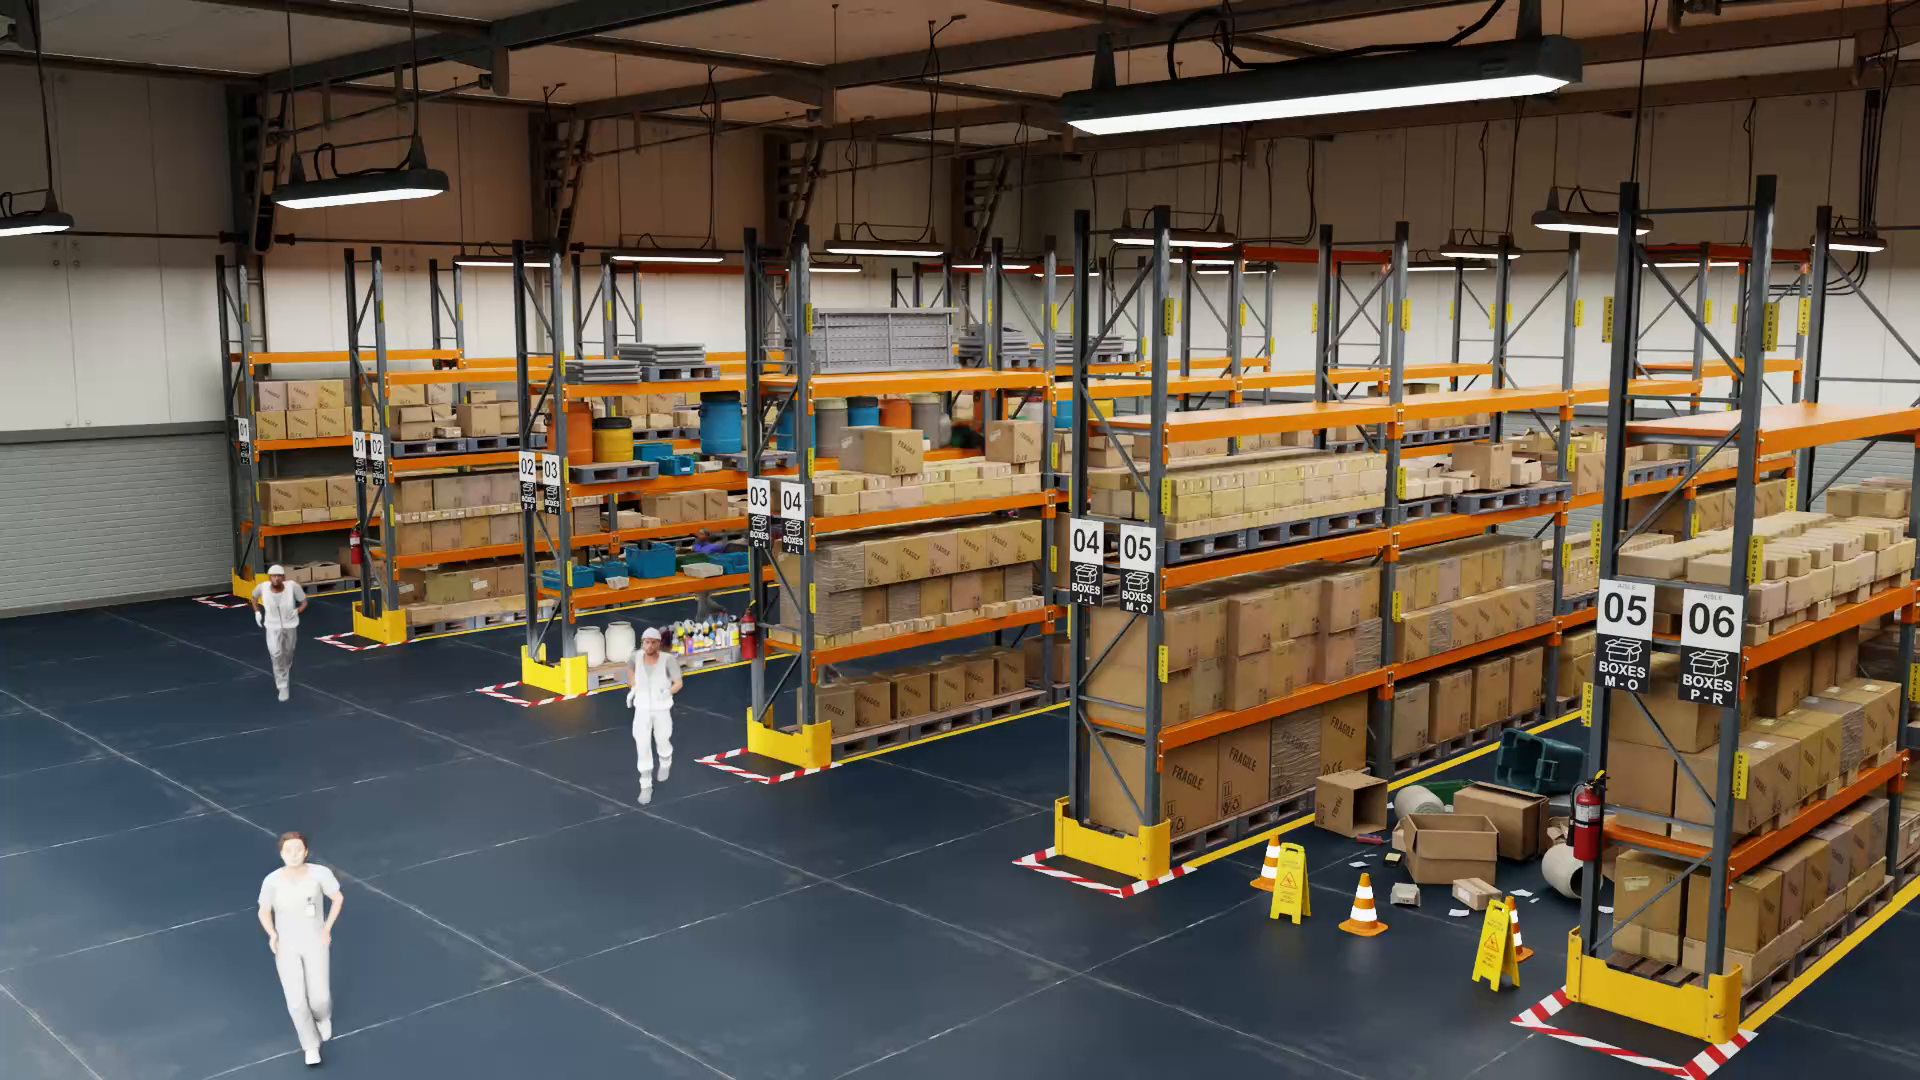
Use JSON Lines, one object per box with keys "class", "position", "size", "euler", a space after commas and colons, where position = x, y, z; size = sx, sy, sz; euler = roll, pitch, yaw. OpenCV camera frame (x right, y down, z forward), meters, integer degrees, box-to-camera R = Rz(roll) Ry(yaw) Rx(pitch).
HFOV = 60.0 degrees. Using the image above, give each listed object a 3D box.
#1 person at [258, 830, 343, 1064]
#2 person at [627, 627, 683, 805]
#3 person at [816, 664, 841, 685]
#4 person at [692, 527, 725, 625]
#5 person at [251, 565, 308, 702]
{"class": "person", "position": [-4.482, 2.769, 11.326], "size": [0.541, 1.624, 0.553], "euler": [-2, 8, -17]}
{"class": "person", "position": [-3.228, 1.794, 17.606], "size": [0.602, 1.803, 0.926], "euler": [-1, 8, -4]}
{"class": "person", "position": [-1.755, 1.317, 21.588], "size": [0.541, 1.562, 0.867], "euler": [4, 9, 28]}
{"class": "person", "position": [-4.022, 0.628, 26.278], "size": [0.581, 1.645, 0.920], "euler": [6, 10, 35]}
{"class": "person", "position": [-9.031, 1.175, 22.126], "size": [0.684, 1.778, 1.126], "euler": [-4, 9, -25]}
